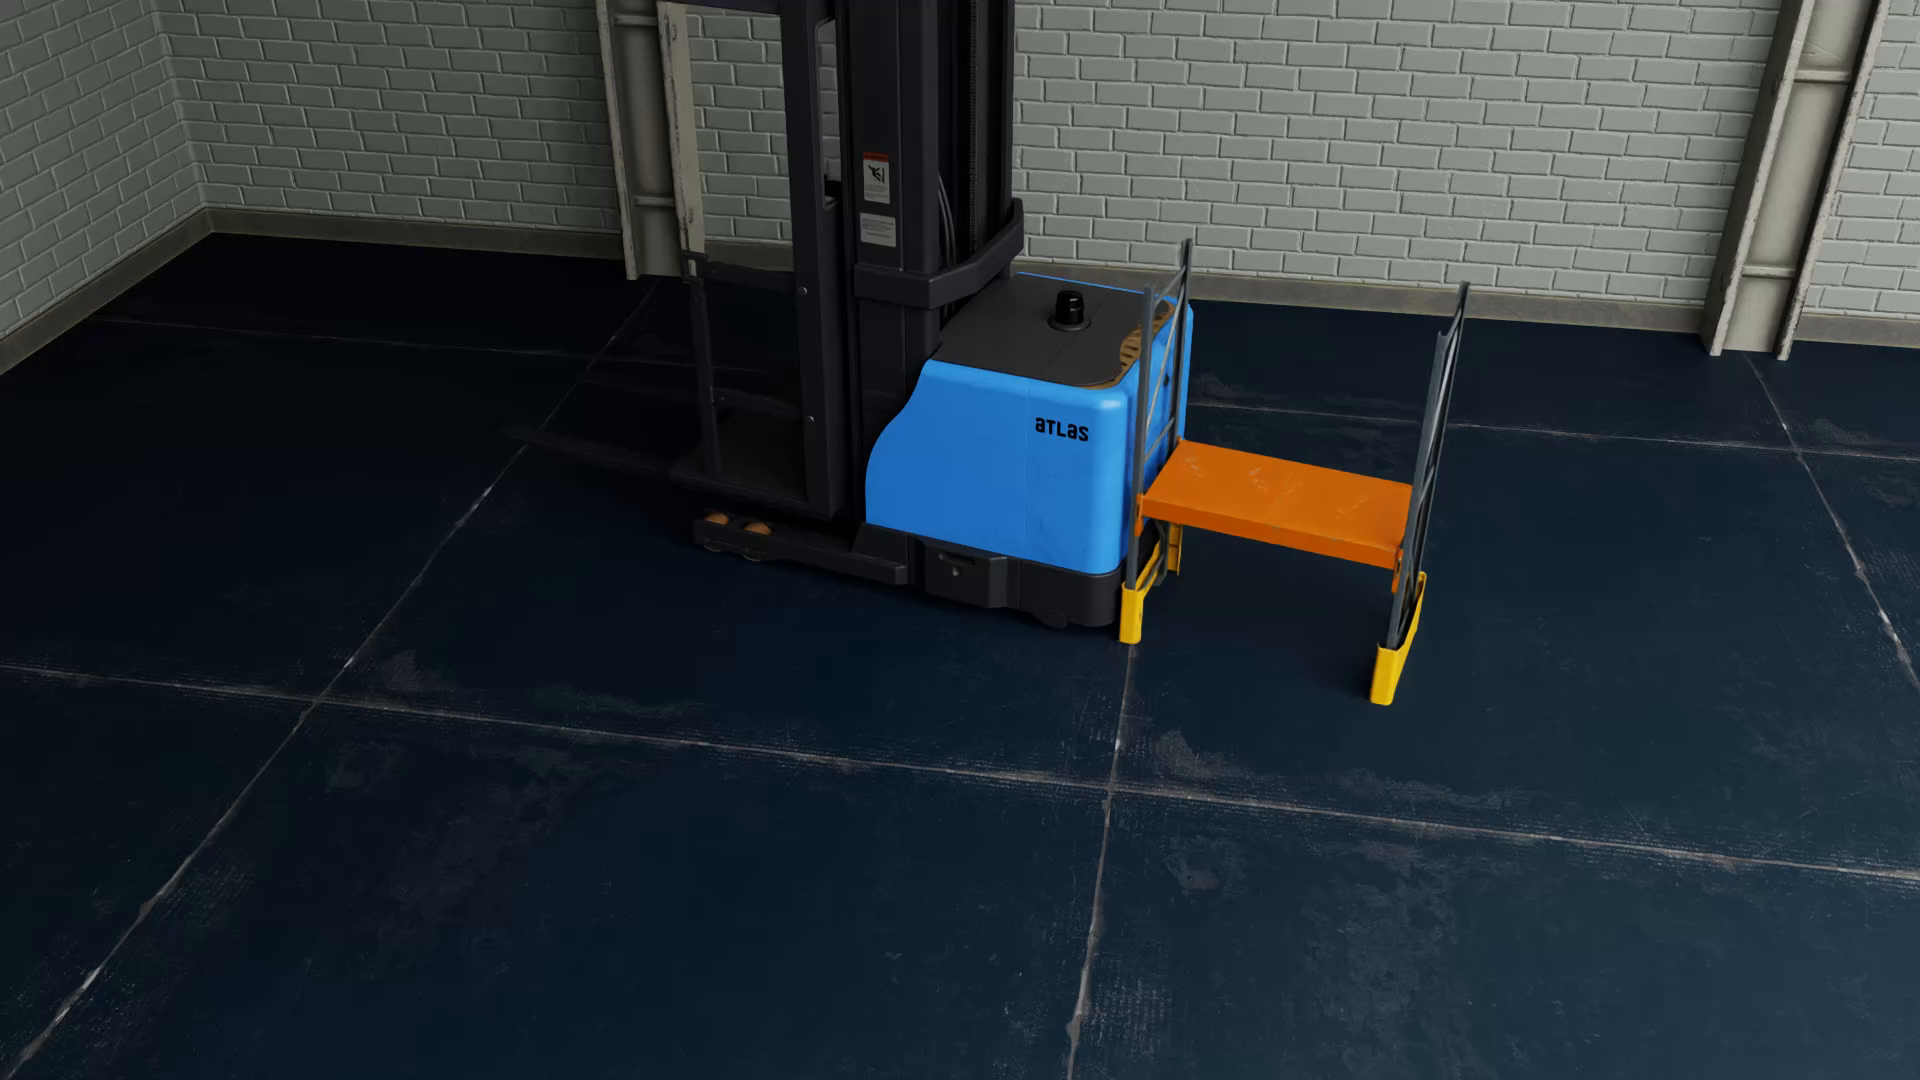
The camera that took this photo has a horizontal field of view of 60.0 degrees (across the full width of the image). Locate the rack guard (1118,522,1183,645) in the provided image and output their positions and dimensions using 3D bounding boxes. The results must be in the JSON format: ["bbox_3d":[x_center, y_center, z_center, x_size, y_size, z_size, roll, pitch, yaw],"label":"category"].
[{"bbox_3d":[0.778,0.160,6.758,0.087,0.250,0.587,13,34,20],"label":"rack guard"}]

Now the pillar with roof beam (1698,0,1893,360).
[{"bbox_3d":[3.469,-2.607,2.934,0.400,9.000,9.100,5,32,8],"label":"pillar with roof beam"}]

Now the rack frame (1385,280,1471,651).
[{"bbox_3d":[1.694,-0.159,6.091,0.032,1.500,0.500,13,34,20],"label":"rack frame"}]

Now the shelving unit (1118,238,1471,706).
[{"bbox_3d":[1.235,-0.264,6.259,1.083,1.500,0.587,13,34,20],"label":"shelving unit"}]

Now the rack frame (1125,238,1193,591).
[{"bbox_3d":[0.760,-0.373,6.433,0.032,1.500,0.500,13,34,20],"label":"rack frame"}]

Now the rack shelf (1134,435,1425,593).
[{"bbox_3d":[1.227,-0.114,6.357,1.000,0.185,0.538,13,34,20],"label":"rack shelf"}]

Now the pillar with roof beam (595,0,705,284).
[{"bbox_3d":[-2.445,-3.143,3.790,0.400,9.000,9.100,5,32,8],"label":"pillar with roof beam"}]

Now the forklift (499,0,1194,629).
[{"bbox_3d":[-0.596,-1.393,6.713,3.031,2.935,1.130,13,34,20],"label":"forklift"}]

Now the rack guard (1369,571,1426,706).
[{"bbox_3d":[1.692,0.370,6.423,0.087,0.250,0.587,13,34,20],"label":"rack guard"}]
